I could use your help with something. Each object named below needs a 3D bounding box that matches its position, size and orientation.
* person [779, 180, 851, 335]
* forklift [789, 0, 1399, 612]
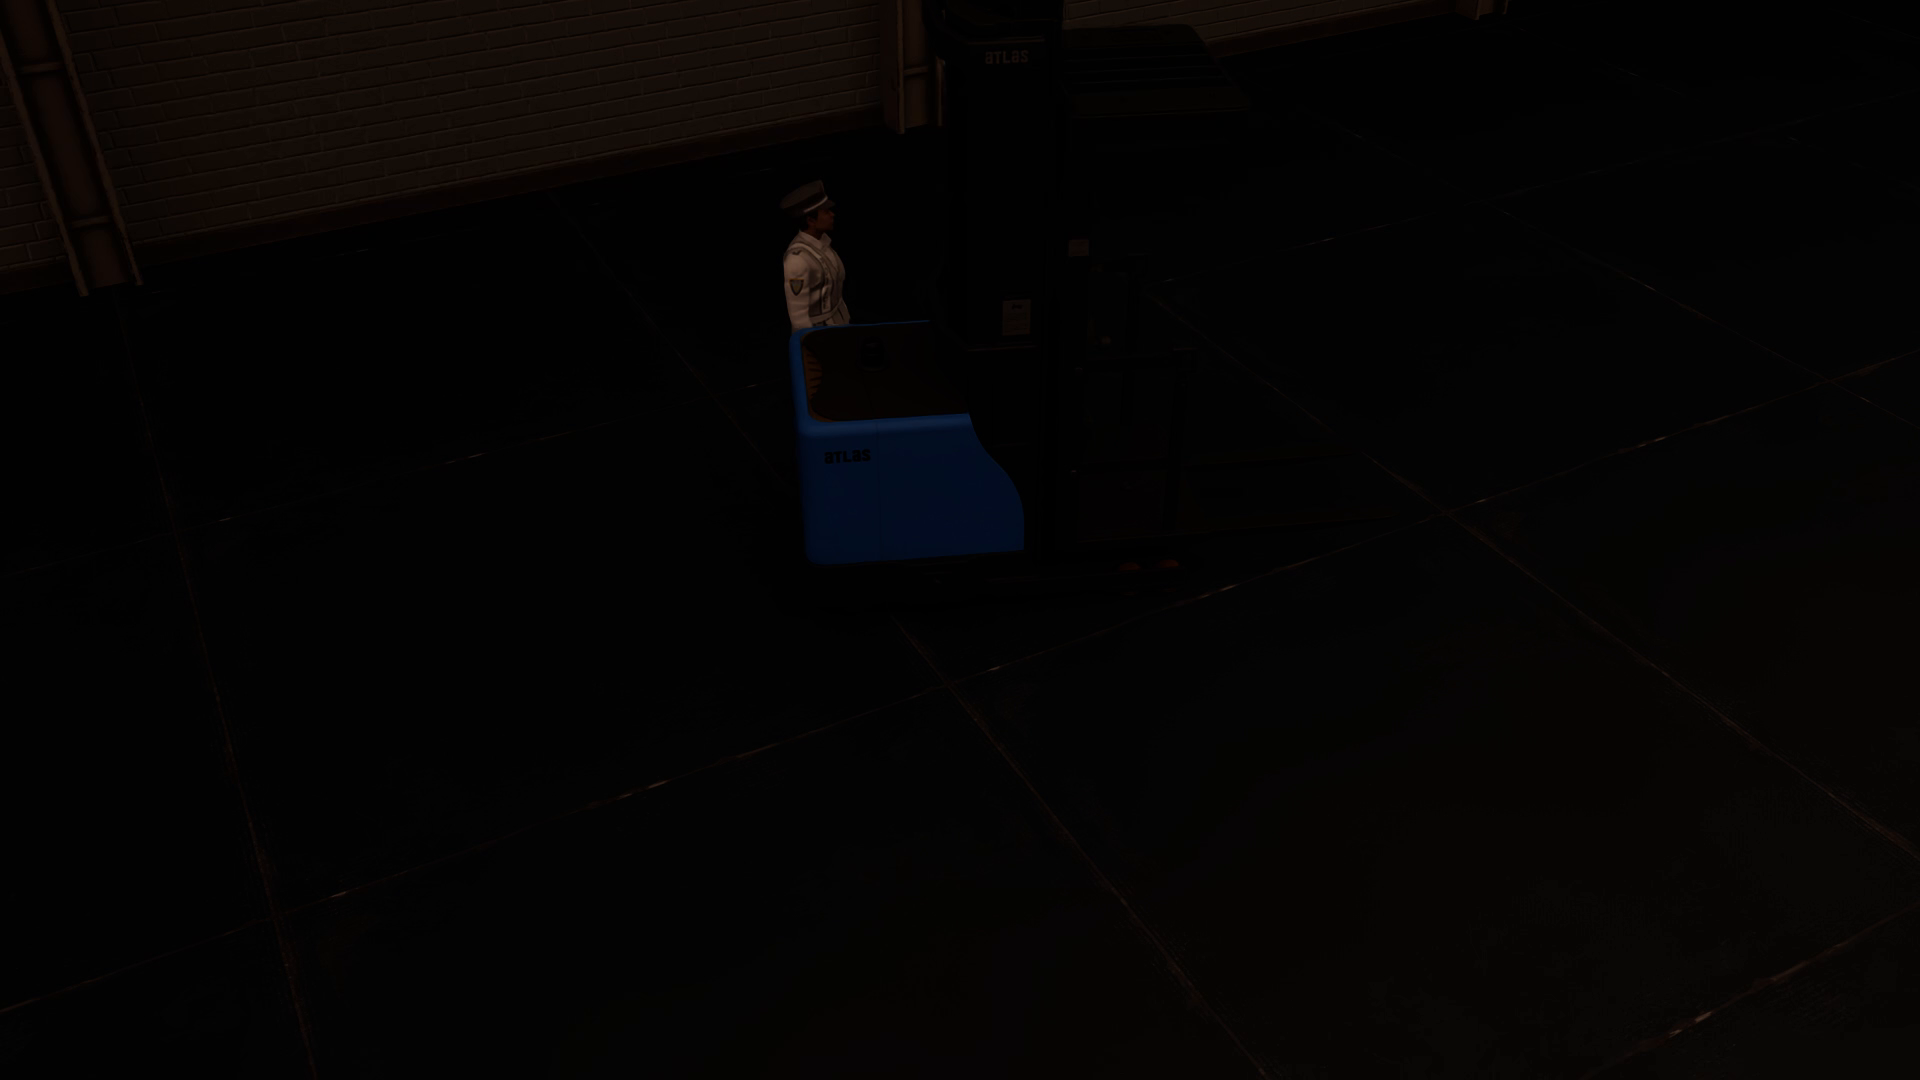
[{"bbox_3d":[-0.653,-1.055,8.681,0.507,1.697,0.587,5,36,7],"label":"person"},{"bbox_3d":[0.691,-1.219,7.848,3.031,2.935,1.130,-4,35,-6],"label":"forklift"}]
